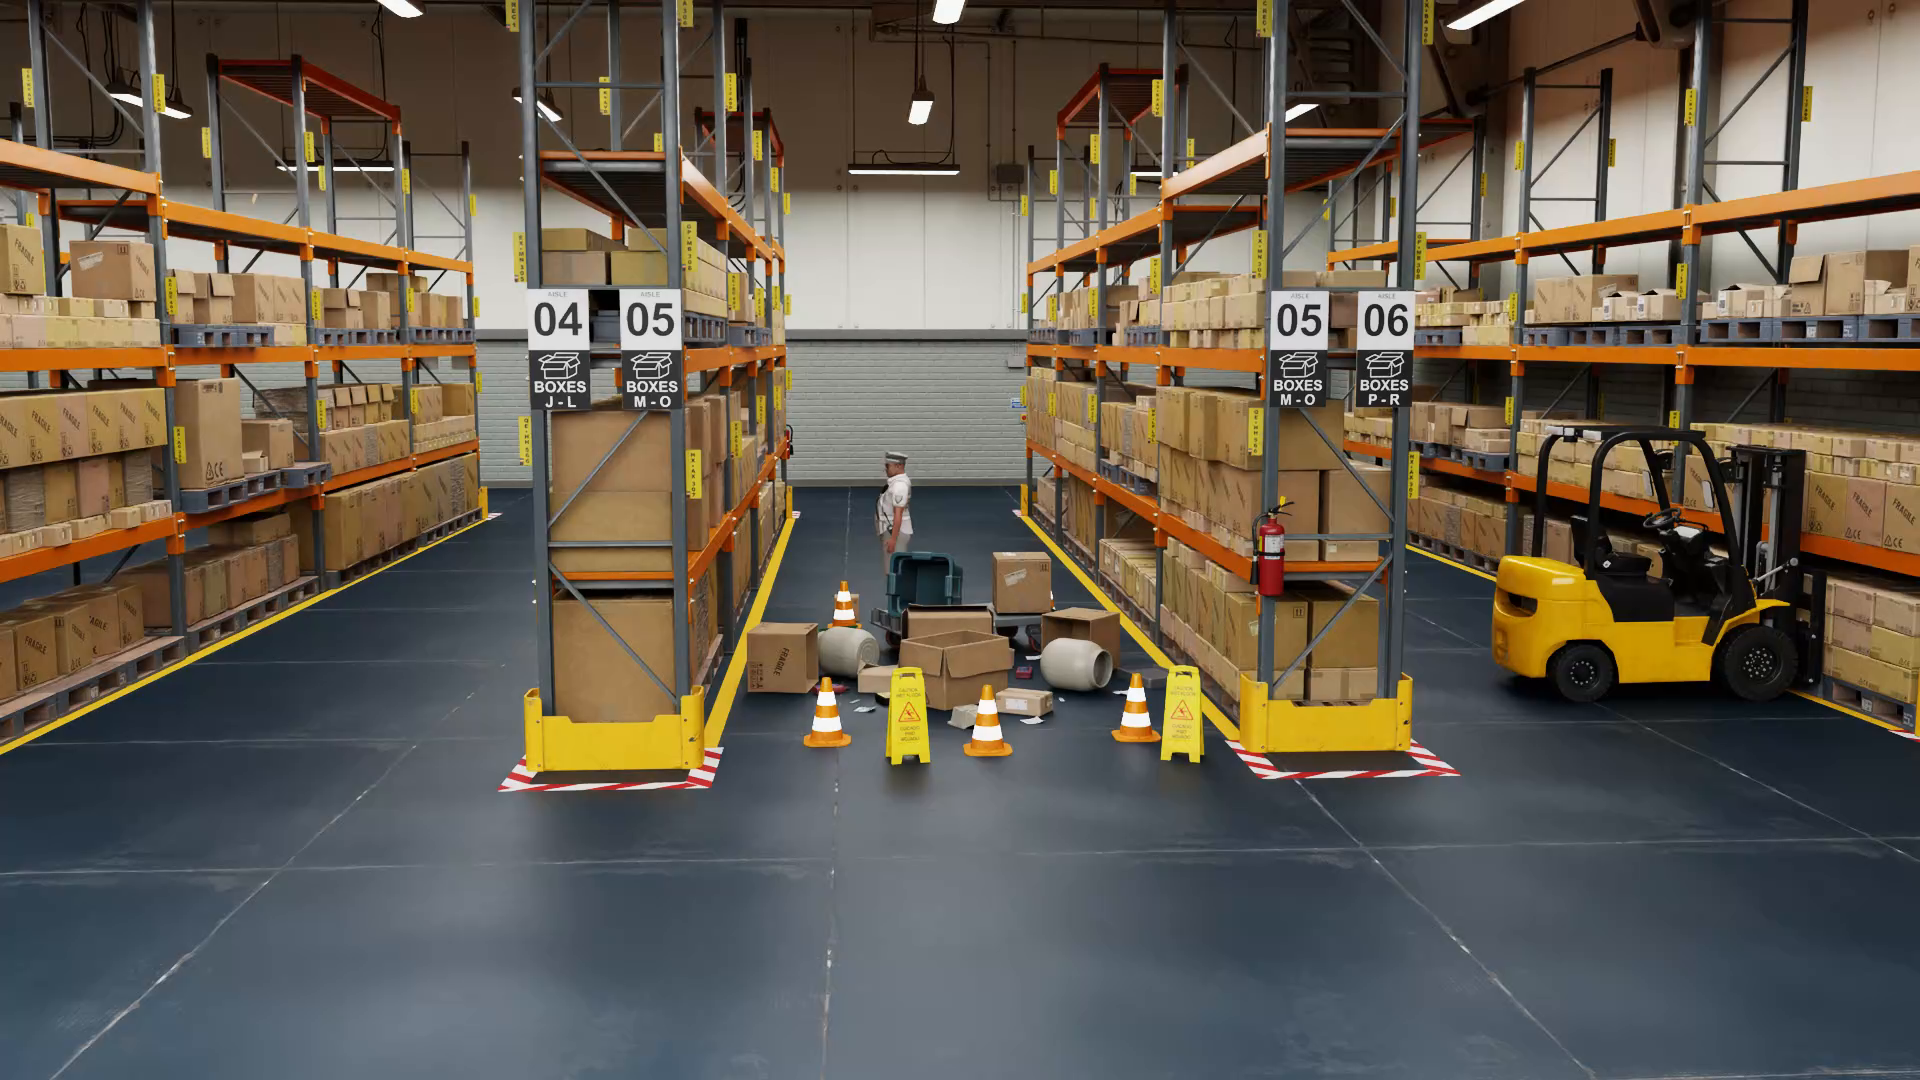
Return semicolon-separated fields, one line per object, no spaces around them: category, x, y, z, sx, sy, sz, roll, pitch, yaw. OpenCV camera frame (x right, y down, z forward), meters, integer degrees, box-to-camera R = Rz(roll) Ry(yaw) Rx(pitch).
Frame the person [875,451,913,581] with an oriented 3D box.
person;-0.679;-0.037;17.091;0.393;1.759;0.528;0;7;-2
